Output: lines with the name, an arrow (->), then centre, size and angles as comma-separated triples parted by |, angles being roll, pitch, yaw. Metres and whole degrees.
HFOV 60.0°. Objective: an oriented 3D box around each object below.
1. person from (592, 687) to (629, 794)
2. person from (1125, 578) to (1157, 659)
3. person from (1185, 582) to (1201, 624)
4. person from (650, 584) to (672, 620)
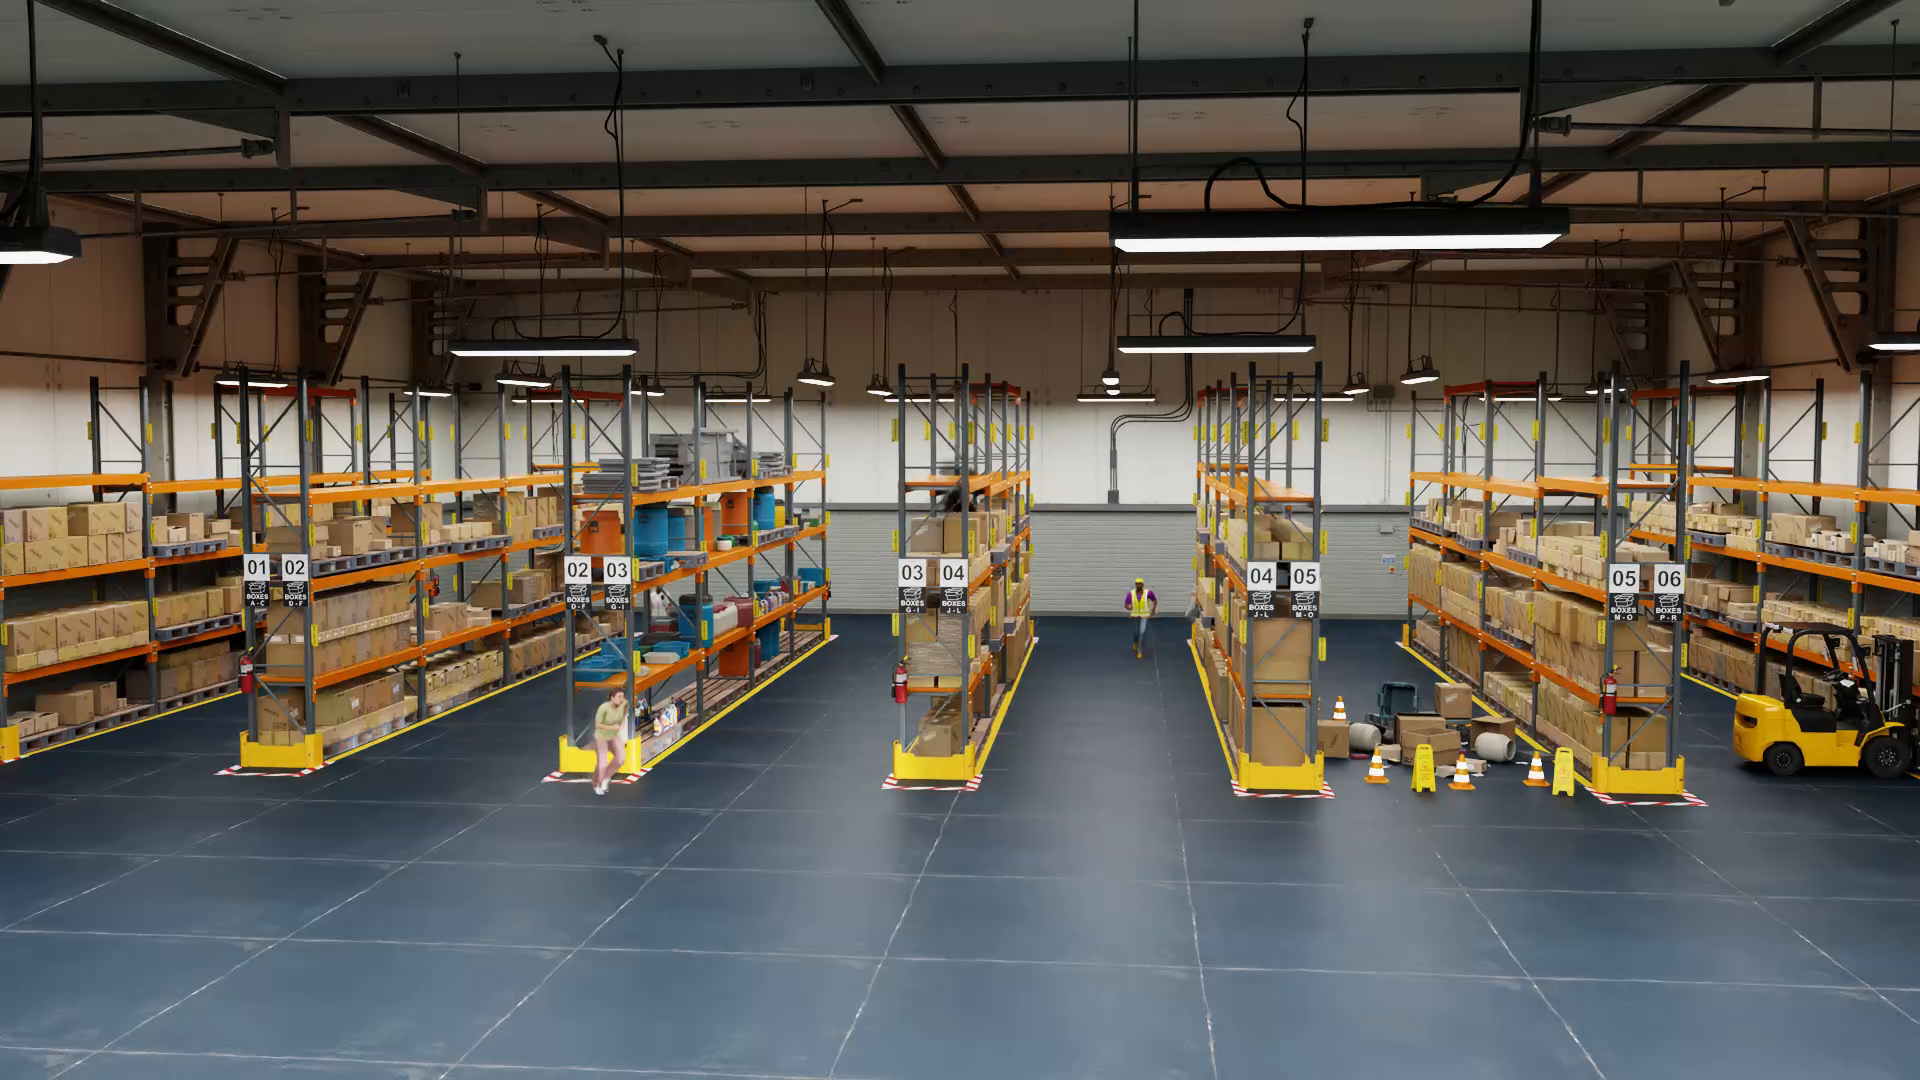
person -> -4.806, 2.761, 22.975 | 0.611, 1.536, 0.856 | -3, 5, -42
person -> 4.044, 1.730, 37.273 | 0.710, 1.771, 0.973 | 1, 4, 14
person -> 5.849, 1.522, 40.683 | 0.607, 1.723, 0.645 | -2, 4, -31
person -> -6.896, 1.743, 38.168 | 0.559, 1.647, 0.648 | 0, 4, -2
